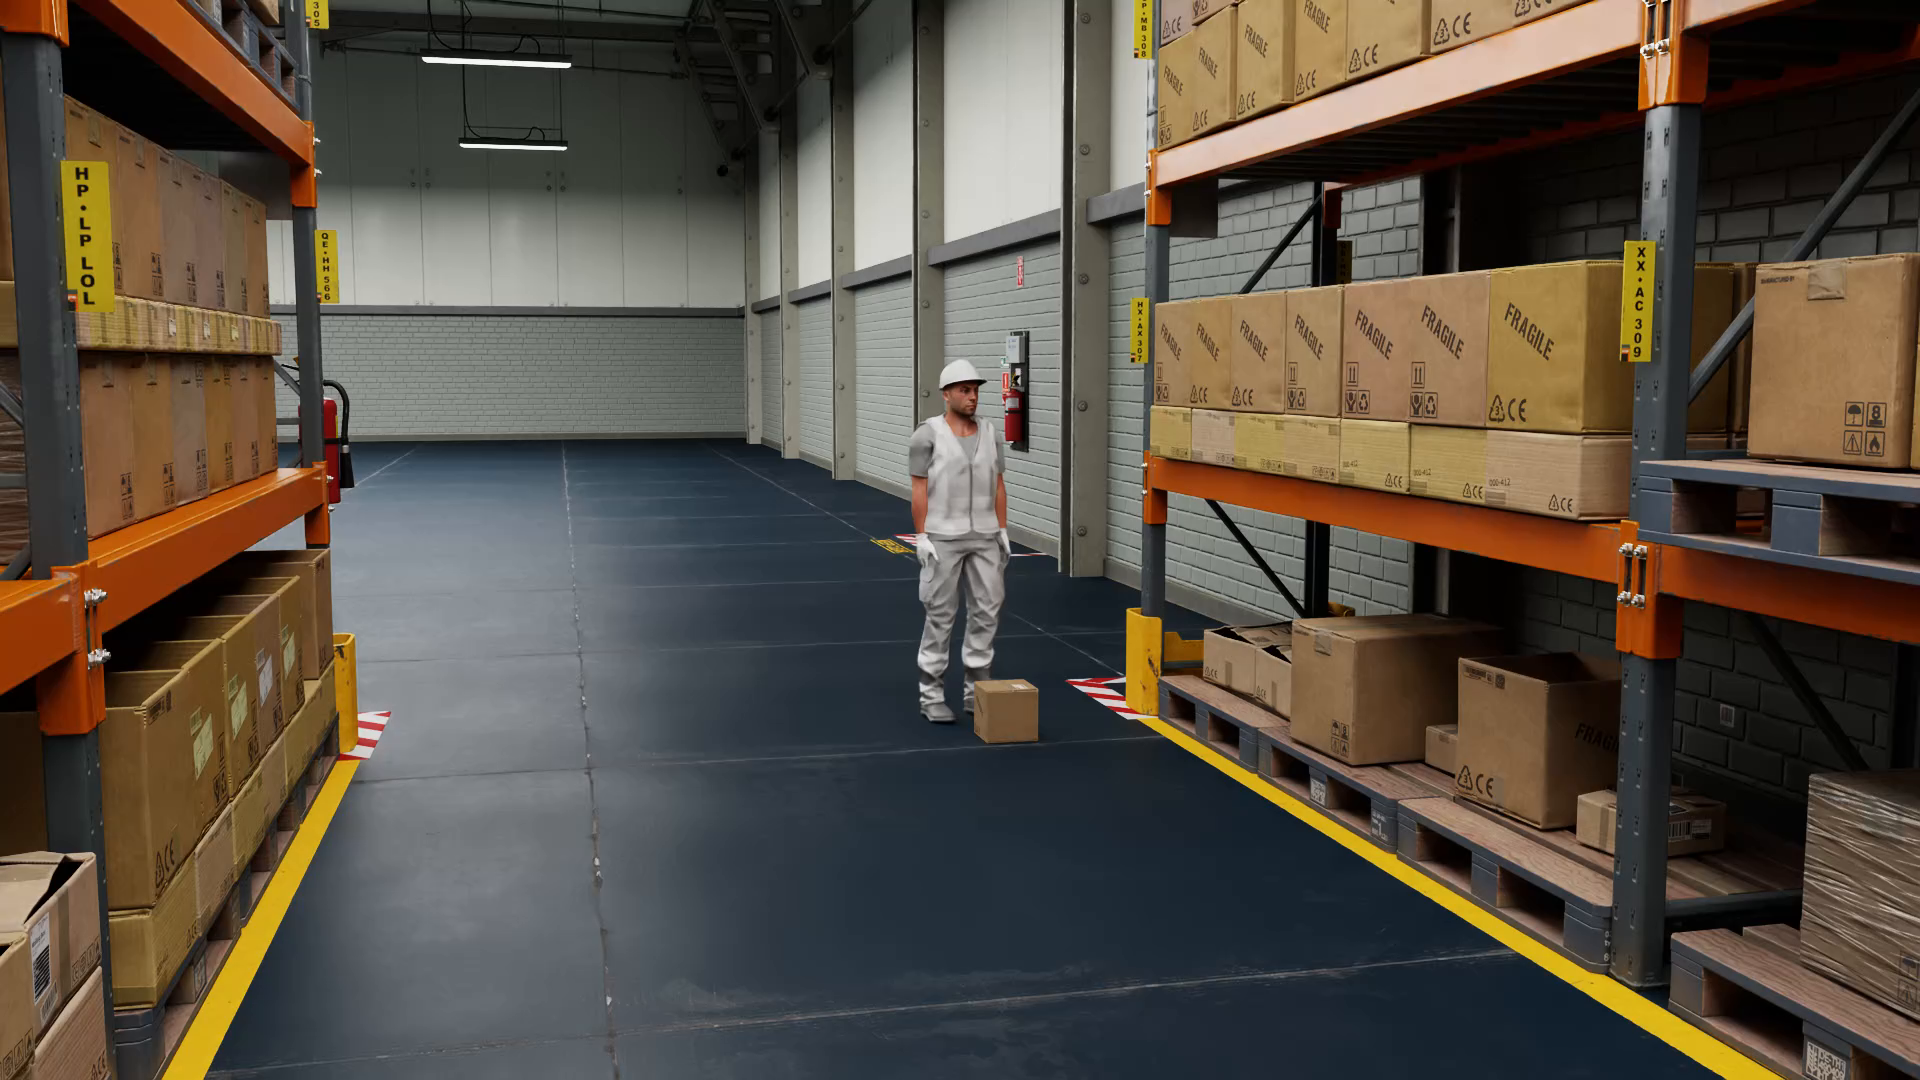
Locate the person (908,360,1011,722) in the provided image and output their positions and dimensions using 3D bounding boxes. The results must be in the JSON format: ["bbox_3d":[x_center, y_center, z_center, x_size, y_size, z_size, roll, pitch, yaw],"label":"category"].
[{"bbox_3d":[0.011,0.003,8.254,0.524,1.786,0.352,-3,7,-26],"label":"person"}]
